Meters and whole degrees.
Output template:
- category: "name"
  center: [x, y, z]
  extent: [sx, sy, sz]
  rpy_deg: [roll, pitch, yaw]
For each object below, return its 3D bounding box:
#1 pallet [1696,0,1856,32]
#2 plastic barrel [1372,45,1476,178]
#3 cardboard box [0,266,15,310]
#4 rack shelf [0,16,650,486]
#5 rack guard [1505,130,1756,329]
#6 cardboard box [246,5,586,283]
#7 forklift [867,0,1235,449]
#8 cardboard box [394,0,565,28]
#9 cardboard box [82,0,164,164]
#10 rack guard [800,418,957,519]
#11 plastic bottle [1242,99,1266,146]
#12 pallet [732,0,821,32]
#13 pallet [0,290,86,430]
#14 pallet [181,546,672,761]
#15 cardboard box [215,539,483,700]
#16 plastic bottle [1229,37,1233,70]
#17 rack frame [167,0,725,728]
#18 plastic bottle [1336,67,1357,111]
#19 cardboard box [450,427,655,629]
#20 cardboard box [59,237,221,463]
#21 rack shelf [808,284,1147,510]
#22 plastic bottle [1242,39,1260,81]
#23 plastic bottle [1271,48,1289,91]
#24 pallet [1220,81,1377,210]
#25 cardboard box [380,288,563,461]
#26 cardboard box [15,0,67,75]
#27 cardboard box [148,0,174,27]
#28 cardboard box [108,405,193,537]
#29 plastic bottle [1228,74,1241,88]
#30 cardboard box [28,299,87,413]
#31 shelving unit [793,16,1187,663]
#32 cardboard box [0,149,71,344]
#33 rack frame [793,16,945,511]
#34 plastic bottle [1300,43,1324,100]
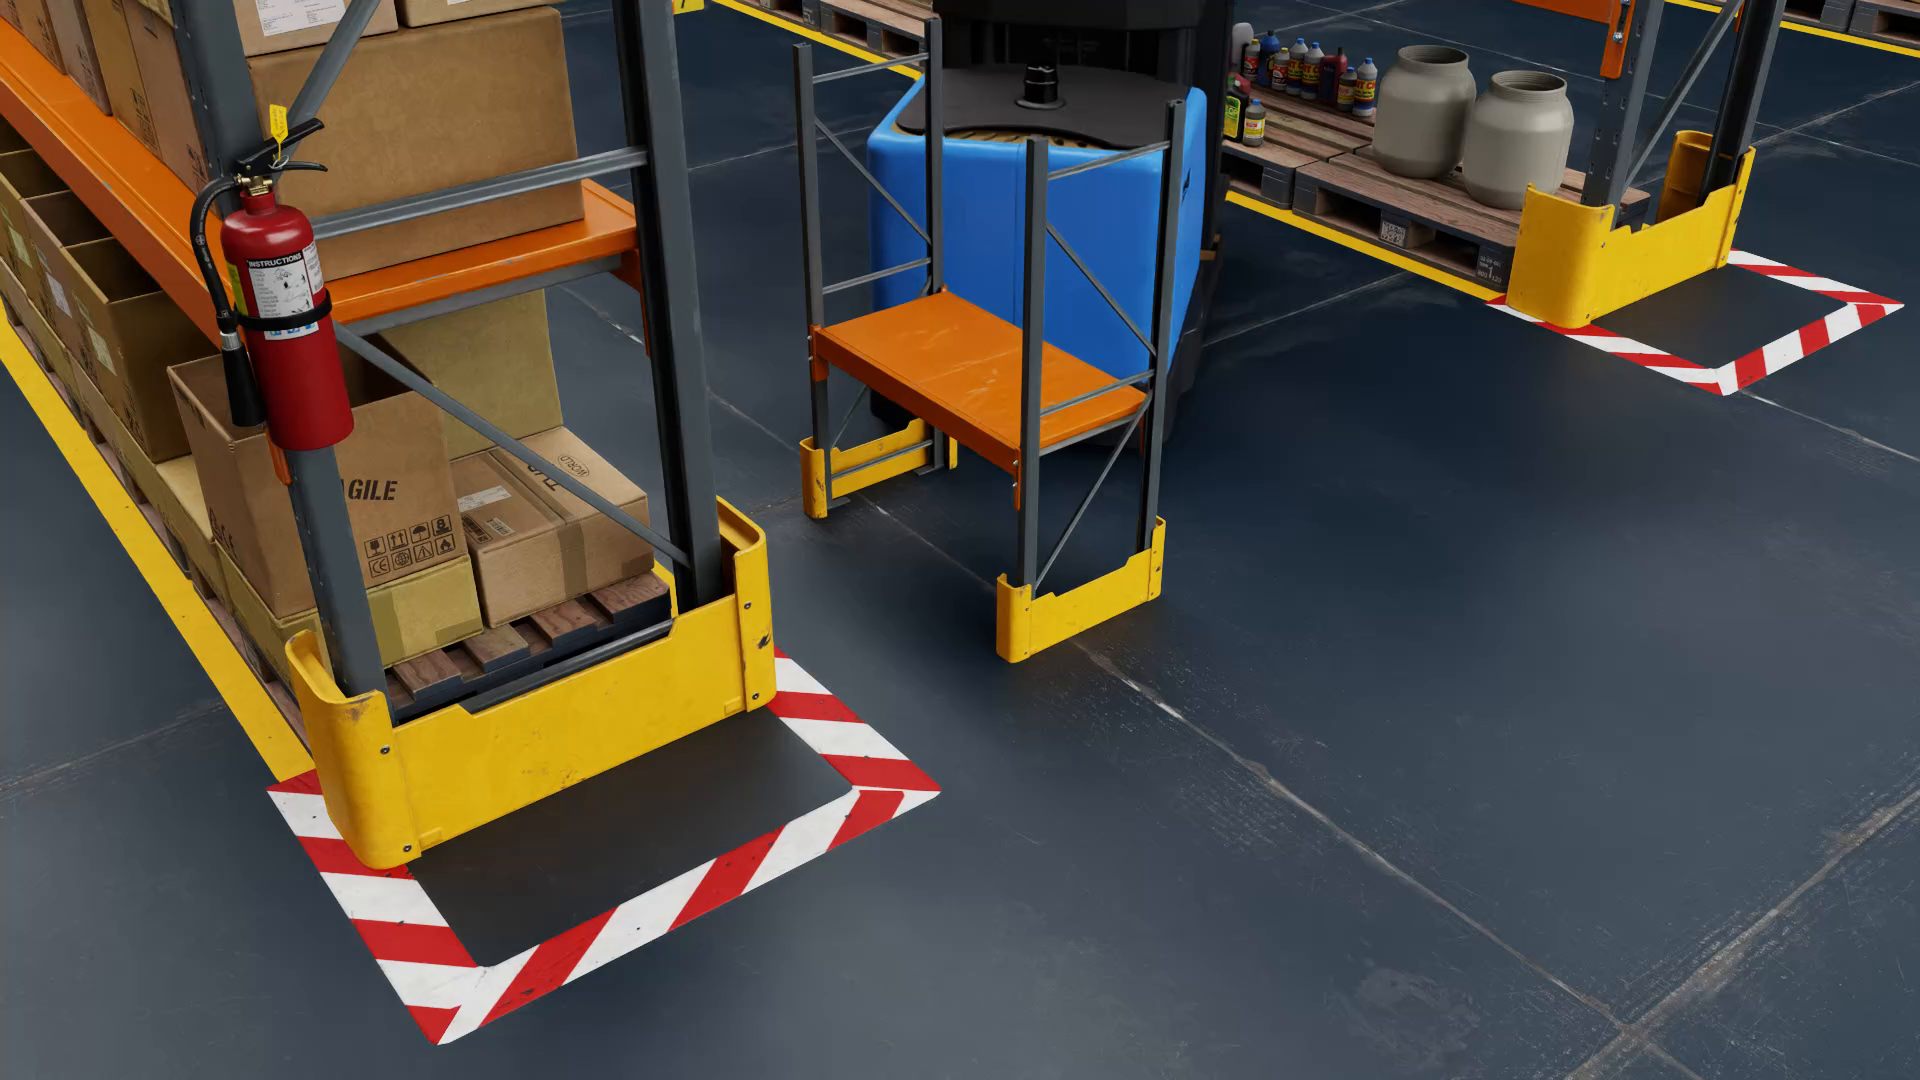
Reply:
- category: "pallet"
  center: [5.507, -3.650, 10.927]
  extent: [1.003, 0.211, 1.213]
  rpy_deg: [-22, 38, -31]
- category: "plastic barrel"
  center: [2.084, -1.923, 7.463]
  extent: [0.421, 0.512, 0.421]
  rpy_deg: [0, 32, 0]
- category: "cardboard box"
  center: [-3.468, -1.128, 6.431]
  extent: [0.500, 0.250, 0.500]
  rpy_deg: [-22, 38, -31]
- category: "rack shelf"
  center: [-2.286, -1.270, 5.133]
  extent: [1.077, 0.370, 4.000]
  rpy_deg: [-22, 38, -31]
- category: "rack guard"
  center: [2.772, -1.297, 6.865]
  extent: [1.175, 0.500, 0.348]
  rpy_deg: [-22, 38, -31]
- category: "cardboard box"
  center: [-1.336, -0.983, 3.895]
  extent: [0.700, 0.500, 0.500]
  rpy_deg: [-22, 38, -31]
- category: "forklift"
  center: [0.516, -2.319, 6.206]
  extent: [1.130, 2.935, 3.031]
  rpy_deg: [7, 33, 11]
- category: "cardboard box"
  center: [-1.130, -1.293, 3.779]
  extent: [0.380, 0.149, 0.250]
  rpy_deg: [-23, 38, -32]
- category: "cardboard box"
  center: [-1.961, -1.409, 4.581]
  extent: [0.700, 0.500, 0.500]
  rpy_deg: [-22, 38, -31]
- category: "rack guard"
  center: [-0.259, -0.282, 5.467]
  extent: [0.587, 0.250, 0.087]
  rpy_deg: [-22, 38, -31]
- category: "plastic bottle"
  center: [1.383, -1.964, 7.805]
  extent: [0.097, 0.201, 0.097]
  rpy_deg: [0, 32, 0]
- category: "pallet"
  center: [-0.862, -3.649, 10.925]
  extent: [1.003, 0.211, 1.213]
  rpy_deg: [-22, 38, -31]
- category: "pallet"
  center: [-3.058, -0.879, 6.465]
  extent: [1.003, 0.211, 1.213]
  rpy_deg: [-22, 38, -31]
- category: "pallet"
  center: [-1.562, 0.138, 4.828]
  extent: [1.003, 0.211, 1.213]
  rpy_deg: [-22, 38, -31]
- category: "cardboard box"
  center: [-1.622, 0.120, 4.422]
  extent: [0.500, 0.250, 0.500]
  rpy_deg: [-22, 38, -31]
- category: "plastic bottle"
  center: [1.354, -2.549, 8.669]
  extent: [0.061, 0.283, 0.133]
  rpy_deg: [-22, 38, -31]
- category: "rack frame"
  center: [-1.060, -0.742, 3.601]
  extent: [1.000, 3.000, 0.127]
  rpy_deg: [-22, 38, -31]
- category: "plastic bottle"
  center: [1.926, -2.240, 8.249]
  extent: [0.097, 0.201, 0.097]
  rpy_deg: [0, 32, 0]
- category: "cardboard box"
  center: [-1.213, -0.047, 4.691]
  extent: [0.500, 0.250, 0.500]
  rpy_deg: [-22, 38, -31]
- category: "cardboard box"
  center: [-2.248, -0.610, 4.886]
  extent: [0.500, 0.500, 0.500]
  rpy_deg: [-22, 38, -31]
- category: "rack shelf"
  center: [0.052, -0.449, 4.892]
  extent: [0.538, 0.185, 1.000]
  rpy_deg: [-22, 38, -31]
- category: "plastic bottle"
  center: [1.532, -2.509, 8.681]
  extent: [0.097, 0.201, 0.097]
  rpy_deg: [0, 32, 0]
- category: "plastic bottle"
  center: [1.658, -2.423, 8.544]
  extent: [0.097, 0.201, 0.097]
  rpy_deg: [0, 32, 0]
- category: "pallet"
  center: [1.534, -2.023, 8.307]
  extent: [1.003, 0.211, 1.213]
  rpy_deg: [-22, 38, -31]
- category: "cardboard box"
  center: [-1.521, -0.574, 4.828]
  extent: [0.500, 0.500, 0.500]
  rpy_deg: [-22, 38, -31]
- category: "cardboard box"
  center: [-2.602, -1.840, 5.275]
  extent: [0.700, 0.500, 0.500]
  rpy_deg: [-22, 38, -31]
- category: "cardboard box"
  center: [-1.606, -1.266, 3.736]
  extent: [0.380, 0.149, 0.250]
  rpy_deg: [-21, 38, -30]
- category: "cardboard box"
  center: [-2.246, -0.292, 5.085]
  extent: [0.500, 0.250, 0.500]
  rpy_deg: [-22, 38, -31]
- category: "plastic bottle"
  center: [1.250, -2.110, 7.969]
  extent: [0.152, 0.276, 0.135]
  rpy_deg: [-22, 38, -31]
- category: "cardboard box"
  center: [-2.862, -0.708, 5.754]
  extent: [0.500, 0.250, 0.500]
  rpy_deg: [-22, 38, -31]
- category: "shelving unit"
  center: [0.047, -0.605, 4.803]
  extent: [0.587, 1.500, 1.083]
  rpy_deg: [-22, 38, -31]
- category: "cardboard box"
  center: [-2.862, -1.026, 5.557]
  extent: [0.500, 0.500, 0.500]
  rpy_deg: [-22, 38, -31]
- category: "rack frame"
  center: [-0.259, -0.813, 5.138]
  extent: [0.500, 1.500, 0.032]
  rpy_deg: [-22, 38, -31]
- category: "plastic bottle"
  center: [1.780, -2.370, 8.391]
  extent: [0.097, 0.271, 0.097]
  rpy_deg: [0, 32, 0]
